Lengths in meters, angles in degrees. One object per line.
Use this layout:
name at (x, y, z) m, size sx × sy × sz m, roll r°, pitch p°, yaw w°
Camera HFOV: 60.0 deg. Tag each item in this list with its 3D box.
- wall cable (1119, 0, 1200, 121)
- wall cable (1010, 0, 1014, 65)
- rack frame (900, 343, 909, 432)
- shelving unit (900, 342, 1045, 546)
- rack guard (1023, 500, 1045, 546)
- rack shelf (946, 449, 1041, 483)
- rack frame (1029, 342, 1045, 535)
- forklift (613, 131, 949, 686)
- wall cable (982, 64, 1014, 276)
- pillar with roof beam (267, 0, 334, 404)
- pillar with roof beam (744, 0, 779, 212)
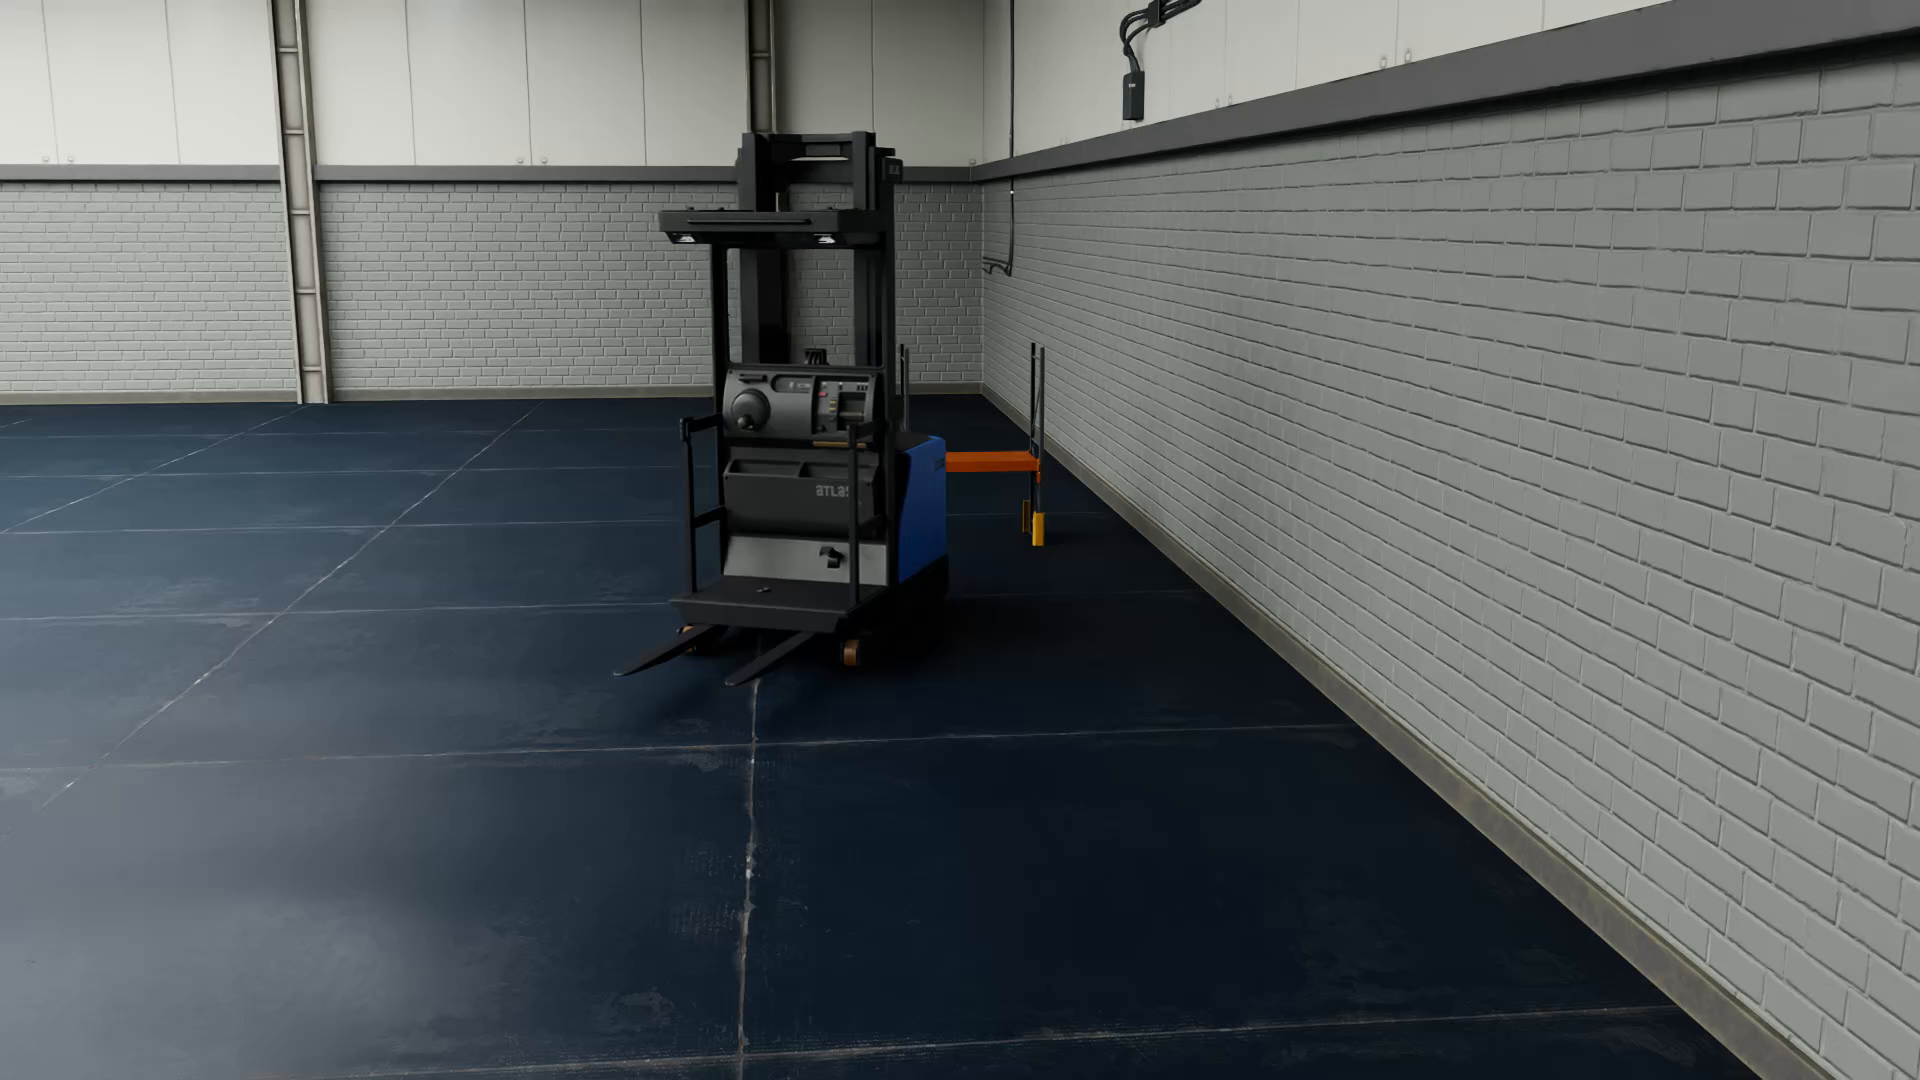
wall cable at (1.442, -6.035, 11.423) m, size 0.169 × 6.003 × 2.305 m, roll -1°, pitch 11°, yaw -6°
wall cable at (0.724, -6.623, 18.187) m, size 0.112 × 2.526 × 3.097 m, roll -1°, pitch 11°, yaw -6°
rack frame at (-0.421, -0.727, 12.679) m, size 0.032 × 1.500 × 0.500 m, roll -1°, pitch 11°, yaw -6°
shelving unit at (0.076, -0.738, 12.731) m, size 1.083 × 1.500 × 0.587 m, roll -1°, pitch 11°, yaw -6°
rack guard at (0.571, -0.135, 12.905) m, size 0.087 × 0.250 × 0.587 m, roll -1°, pitch 11°, yaw -6°
rack shelf at (0.085, -0.561, 12.767) m, size 1.000 × 0.185 × 0.538 m, roll -1°, pitch 11°, yaw -6°
rack frame at (0.590, -0.748, 12.786) m, size 0.032 × 1.500 × 0.500 m, roll -1°, pitch 11°, yaw -6°
forklift at (-0.983, -0.811, 9.395) m, size 1.130 × 2.935 × 3.031 m, roll 3°, pitch 12°, yaw 16°
wall cable at (0.432, -4.664, 21.313) m, size 0.112 × 2.526 × 3.097 m, roll -1°, pitch 11°, yaw -6°
pillar with roof beam at (-8.139, -5.429, 17.156) m, size 0.400 × 9.000 × 9.100 m, roll -1°, pitch 11°, yaw -6°
pillar with roof beam at (-2.174, -5.554, 17.792) m, size 0.400 × 9.000 × 9.100 m, roll -1°, pitch 11°, yaw -6°
